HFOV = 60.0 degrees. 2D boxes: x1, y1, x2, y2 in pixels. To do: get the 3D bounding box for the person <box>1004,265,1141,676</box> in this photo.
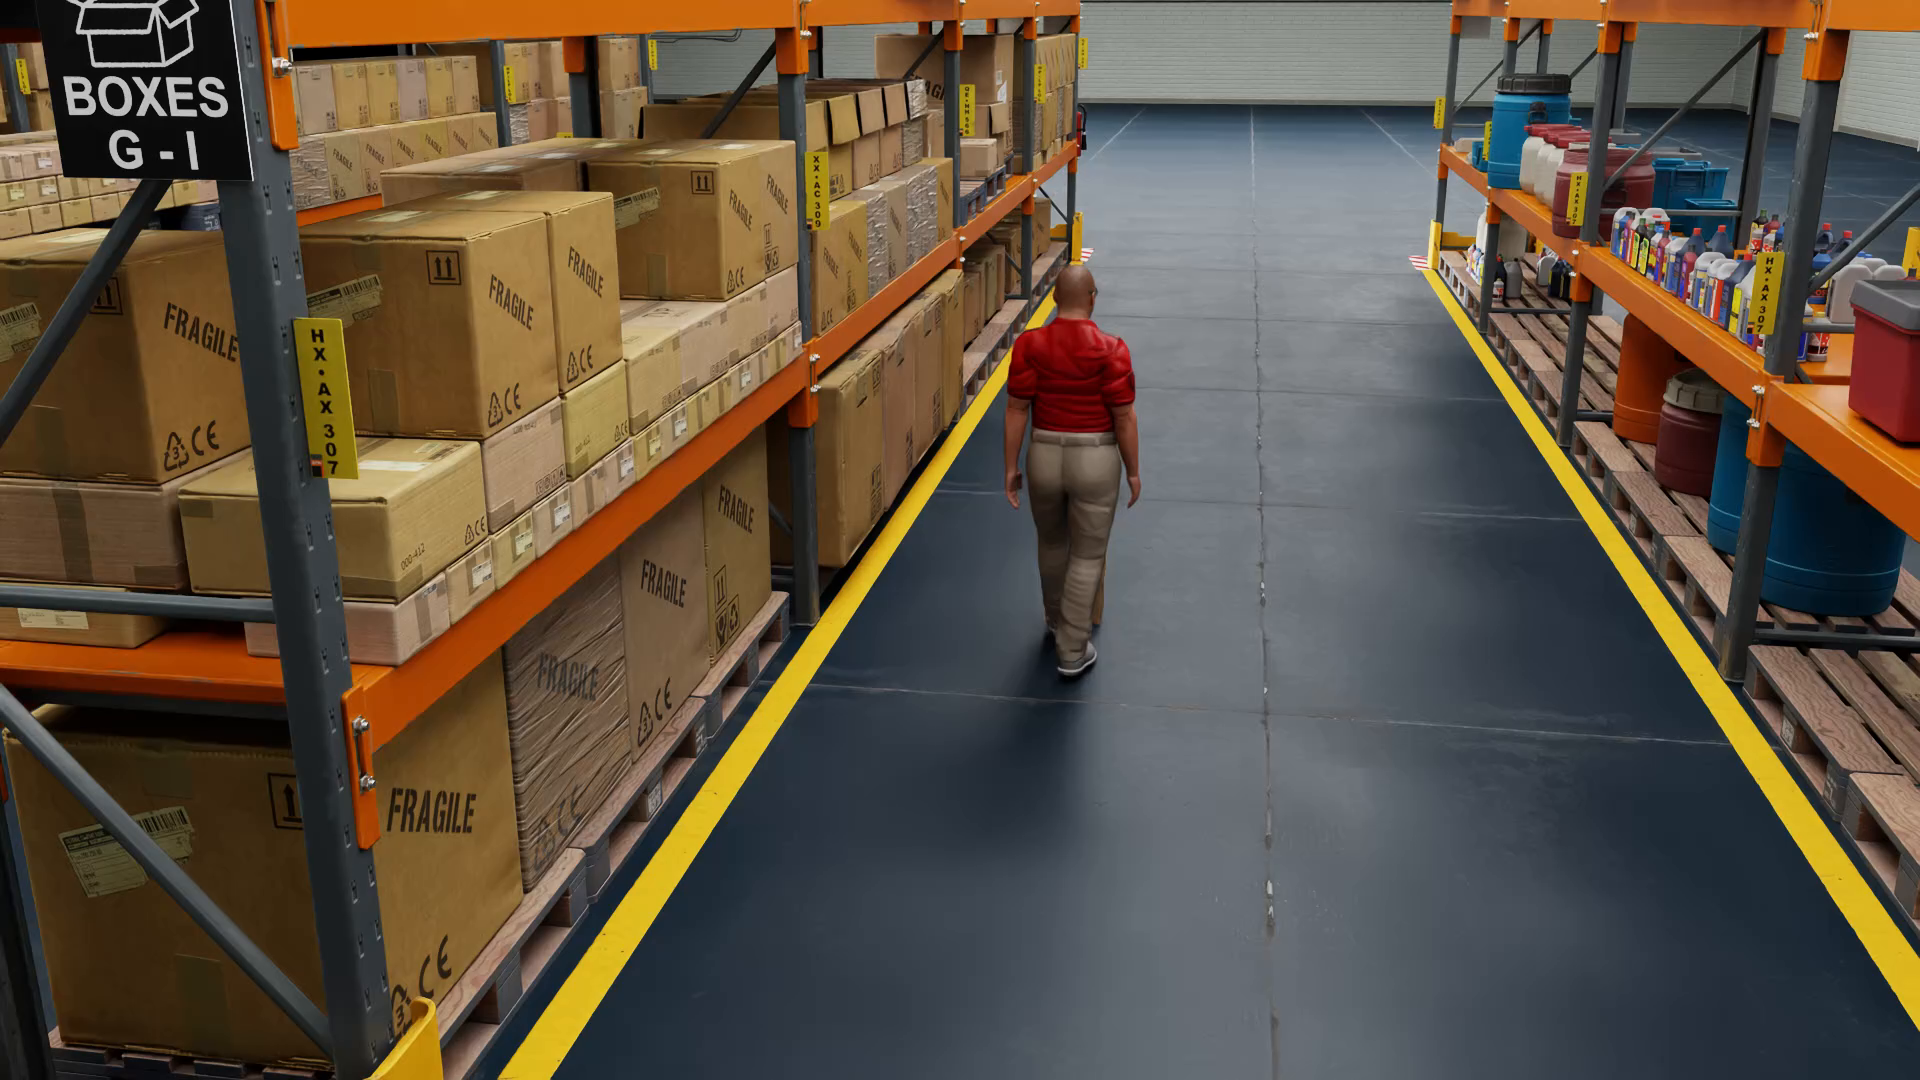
[{"bbox_3d":[0.538,-0.338,7.105,0.551,1.715,0.732,7,19,22],"label":"person"}]
